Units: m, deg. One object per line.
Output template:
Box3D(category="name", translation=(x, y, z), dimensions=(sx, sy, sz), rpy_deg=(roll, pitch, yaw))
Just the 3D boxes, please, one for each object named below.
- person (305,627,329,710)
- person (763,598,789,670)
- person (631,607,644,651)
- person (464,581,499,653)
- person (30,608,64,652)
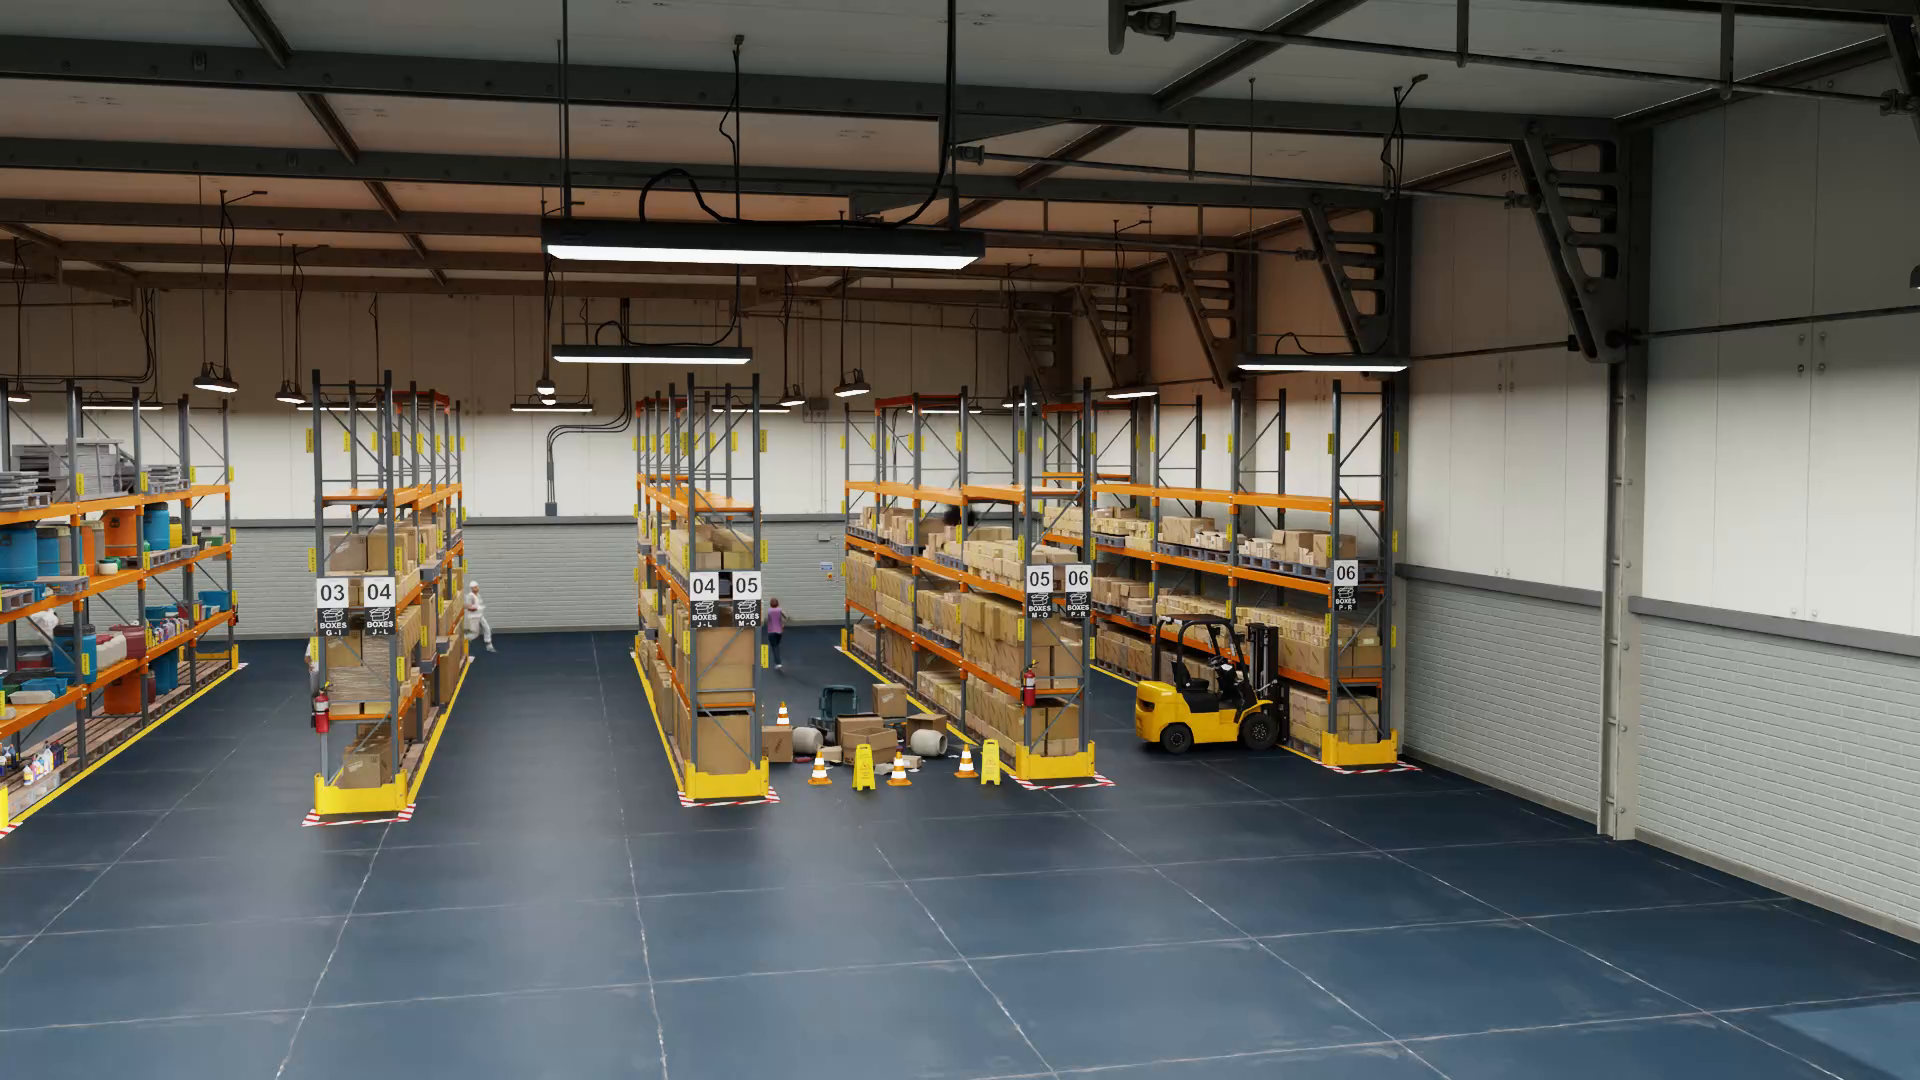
Box3D(category="person", translation=(-11.760, 2.407, 30.632), dimensions=(0.573, 1.650, 0.581), rpy_deg=(-1, 3, -19))
Box3D(category="person", translation=(-4.056, 2.106, 36.561), dimensions=(0.523, 1.621, 0.739), rpy_deg=(-2, 4, -27))
Box3D(category="person", translation=(-7.496, 1.795, 40.168), dimensions=(0.899, 1.762, 0.706), rpy_deg=(-2, 4, -30))
Box3D(category="person", translation=(-11.547, 1.852, 39.588), dimensions=(0.937, 1.761, 0.686), rpy_deg=(0, 3, 7))
Box3D(category="person", translation=(-20.103, 2.087, 36.735), dimensions=(0.561, 1.602, 0.610), rpy_deg=(1, 3, 18))
